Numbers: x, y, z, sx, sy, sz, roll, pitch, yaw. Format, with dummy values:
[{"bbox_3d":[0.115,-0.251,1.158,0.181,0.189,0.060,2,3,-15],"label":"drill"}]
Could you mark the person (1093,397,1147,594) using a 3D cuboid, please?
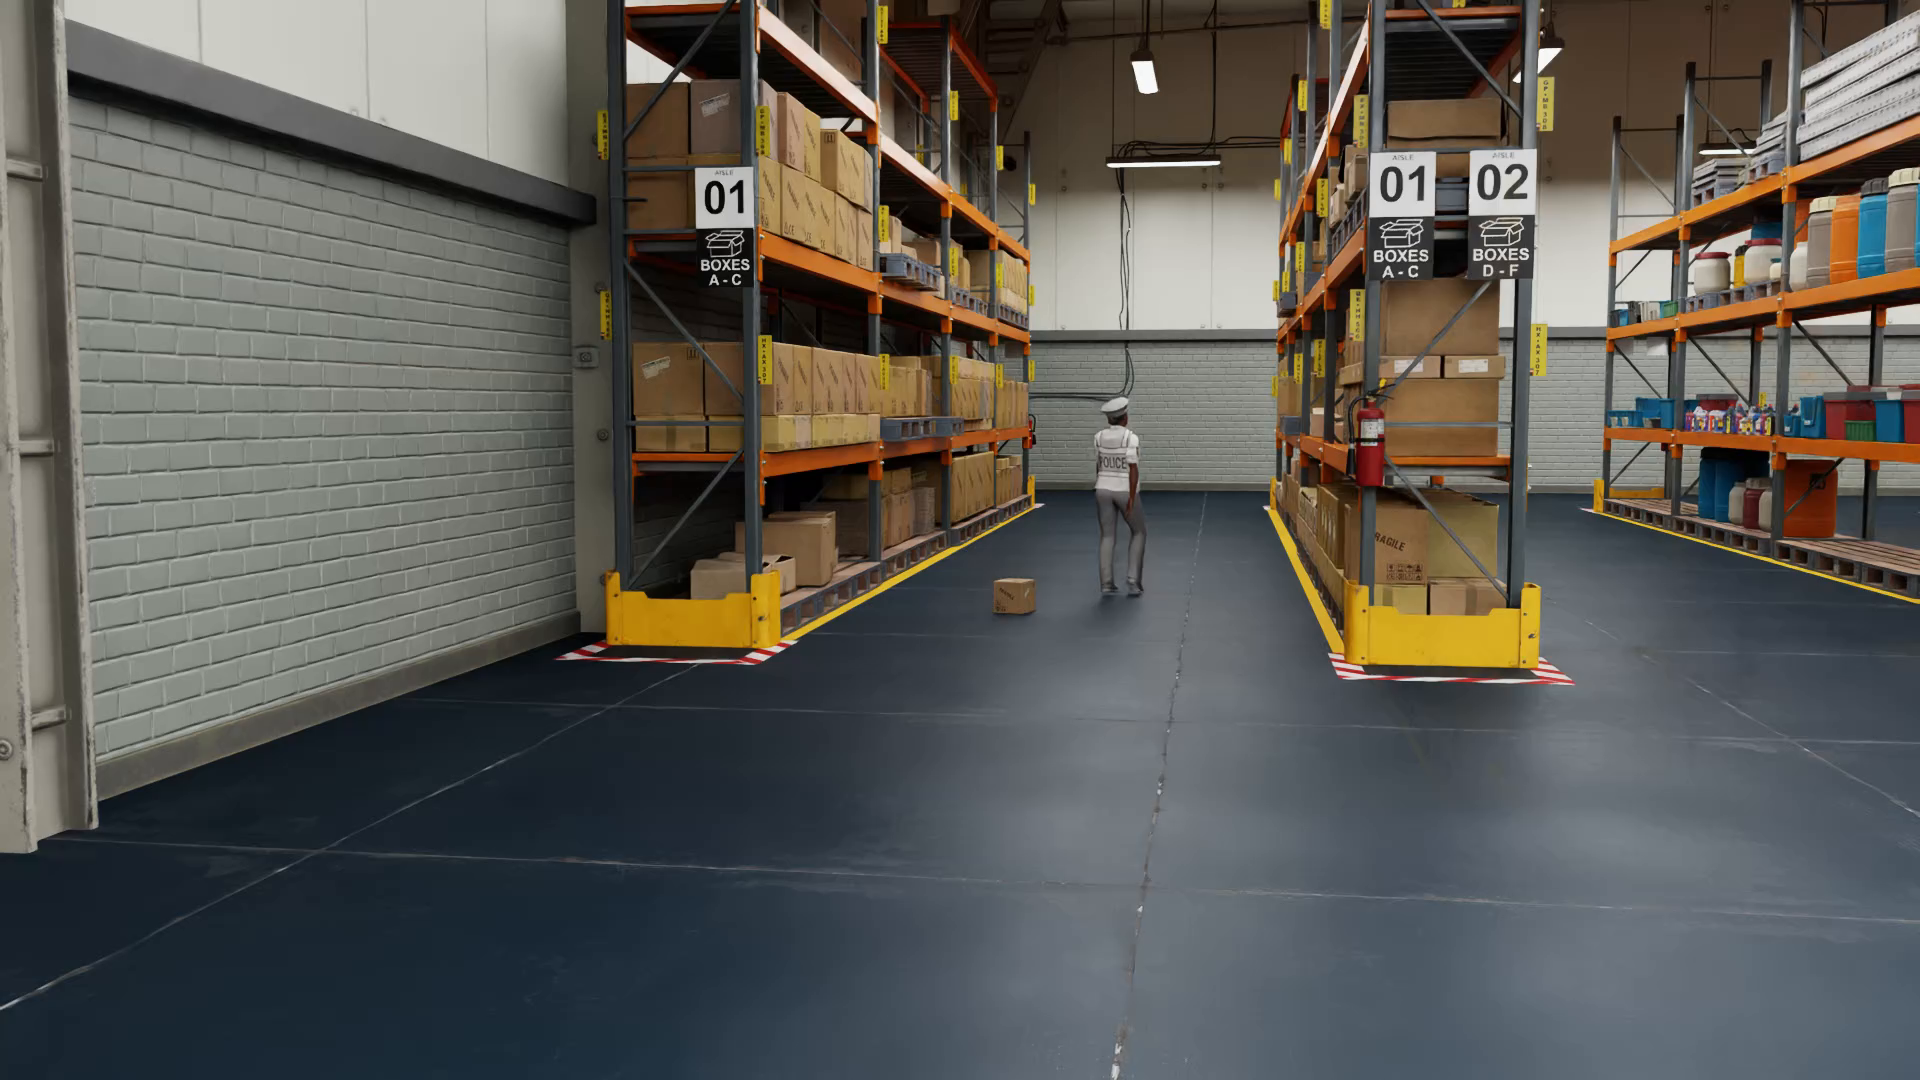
[{"bbox_3d":[1.365,-0.348,14.314,0.438,1.763,0.523,2,5,25],"label":"person"}]
